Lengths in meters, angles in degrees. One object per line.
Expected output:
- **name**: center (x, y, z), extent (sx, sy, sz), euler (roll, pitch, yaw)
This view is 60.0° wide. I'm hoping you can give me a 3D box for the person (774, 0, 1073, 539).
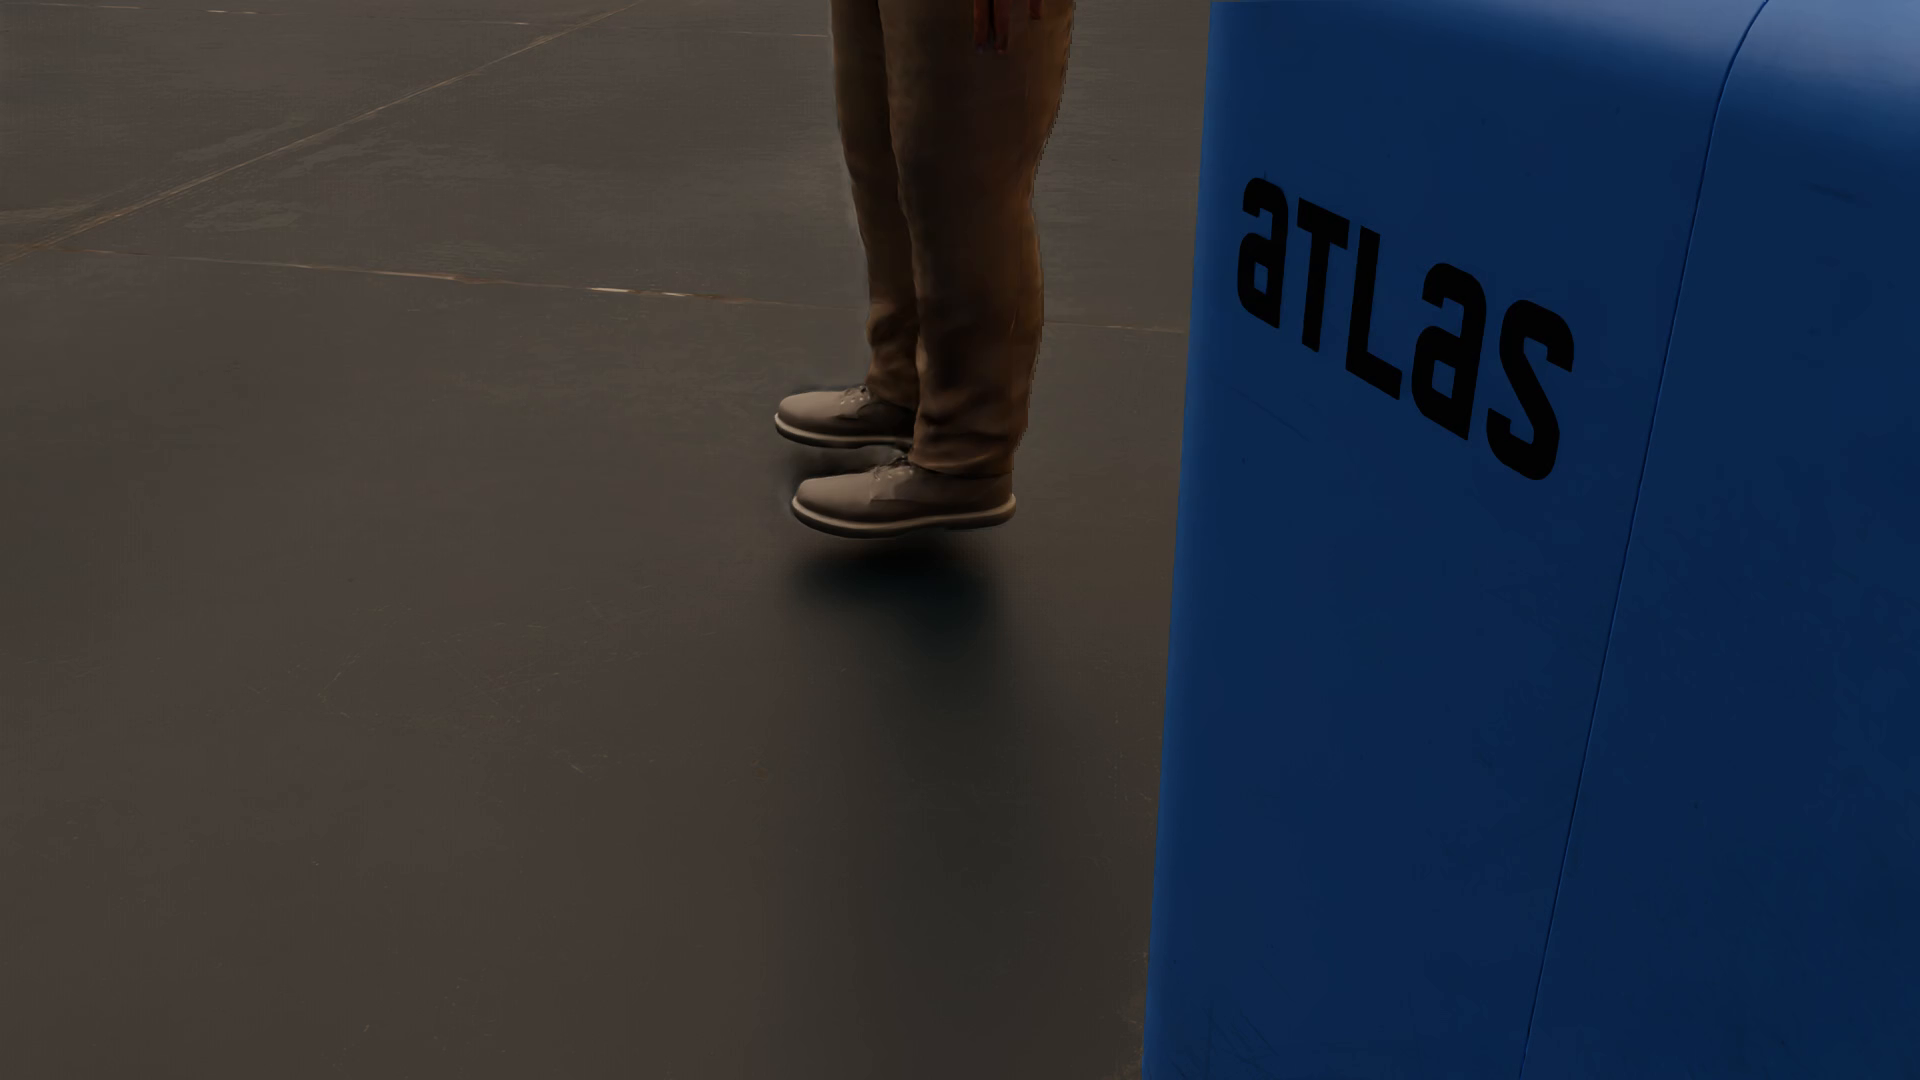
- **person**: center (-0.052, -0.831, 2.128), extent (0.418, 1.728, 0.753), euler (-10, 29, -20)
